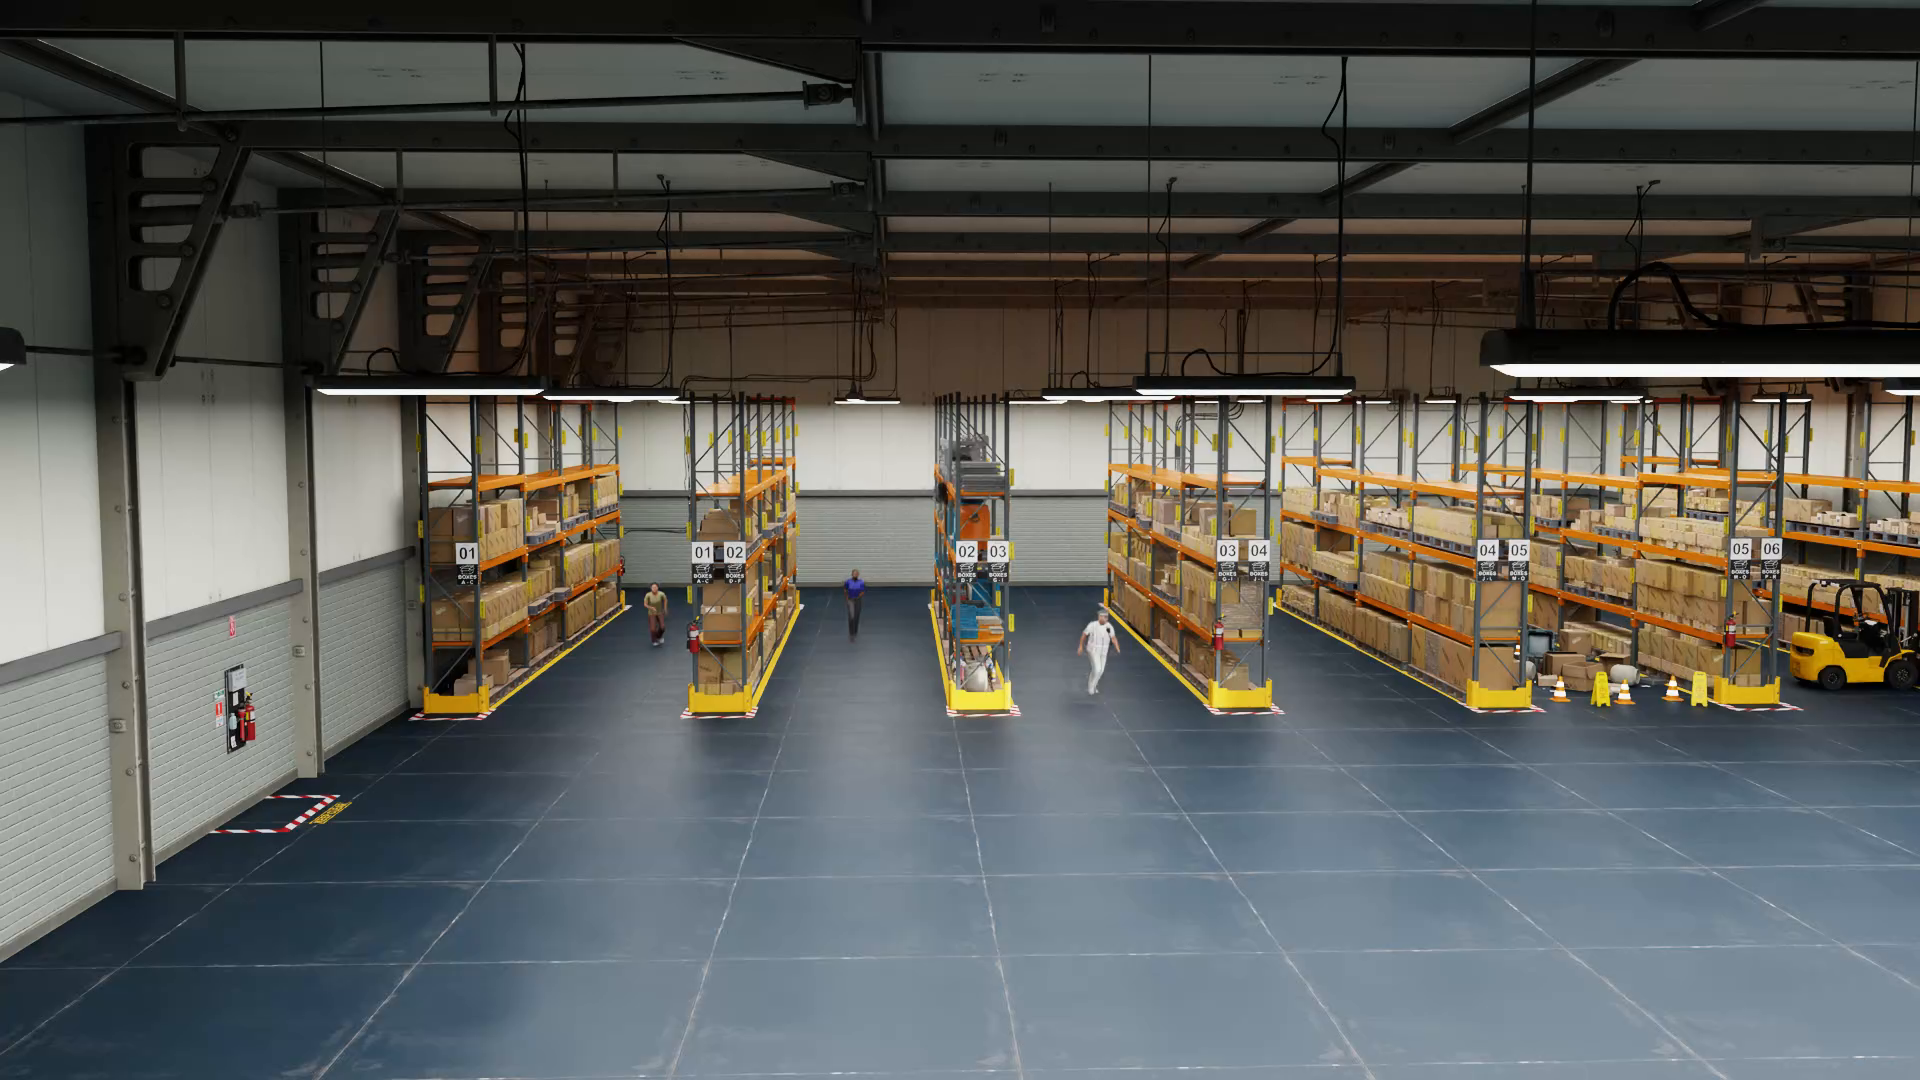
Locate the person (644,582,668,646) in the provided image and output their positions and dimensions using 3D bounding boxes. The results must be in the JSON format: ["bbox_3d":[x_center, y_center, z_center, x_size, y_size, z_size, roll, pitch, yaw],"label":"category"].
[{"bbox_3d":[-7.253,1.774,39.660,0.580,1.559,0.734,-1,5,-17],"label":"person"}]

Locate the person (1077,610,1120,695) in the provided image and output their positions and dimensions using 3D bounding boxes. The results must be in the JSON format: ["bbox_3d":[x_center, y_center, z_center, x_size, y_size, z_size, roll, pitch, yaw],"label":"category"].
[{"bbox_3d":[2.777,2.212,32.892,0.649,1.696,0.812,-2,5,-25],"label":"person"}]

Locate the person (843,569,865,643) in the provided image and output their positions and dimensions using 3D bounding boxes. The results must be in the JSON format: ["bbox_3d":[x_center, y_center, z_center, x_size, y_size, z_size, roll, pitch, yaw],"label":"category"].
[{"bbox_3d":[-2.465,1.582,38.993,0.486,1.633,0.785,-1,5,-12],"label":"person"}]
